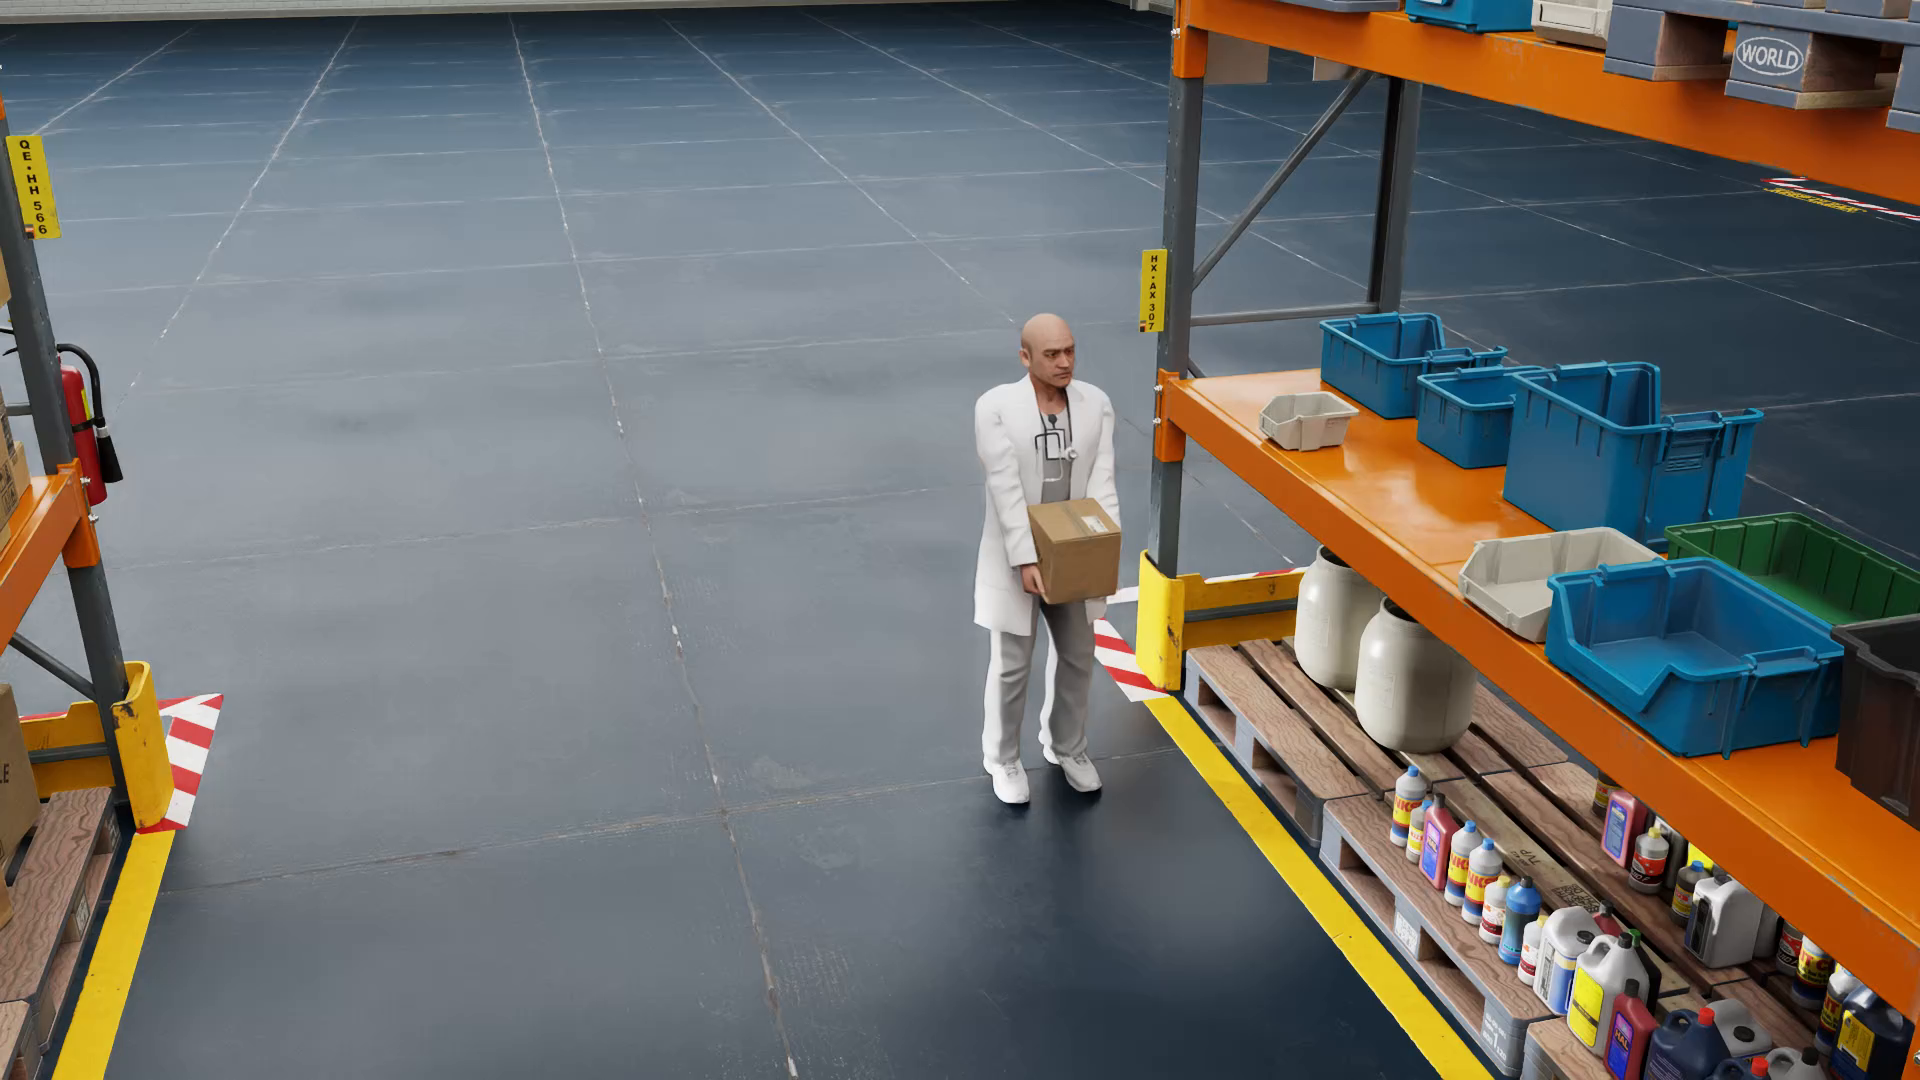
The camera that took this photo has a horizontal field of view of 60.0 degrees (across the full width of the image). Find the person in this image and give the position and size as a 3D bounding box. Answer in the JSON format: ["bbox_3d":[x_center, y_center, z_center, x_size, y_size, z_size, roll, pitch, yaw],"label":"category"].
[{"bbox_3d":[0.325,0.104,5.868,0.526,1.780,0.551,-8,24,-17],"label":"person"}]
